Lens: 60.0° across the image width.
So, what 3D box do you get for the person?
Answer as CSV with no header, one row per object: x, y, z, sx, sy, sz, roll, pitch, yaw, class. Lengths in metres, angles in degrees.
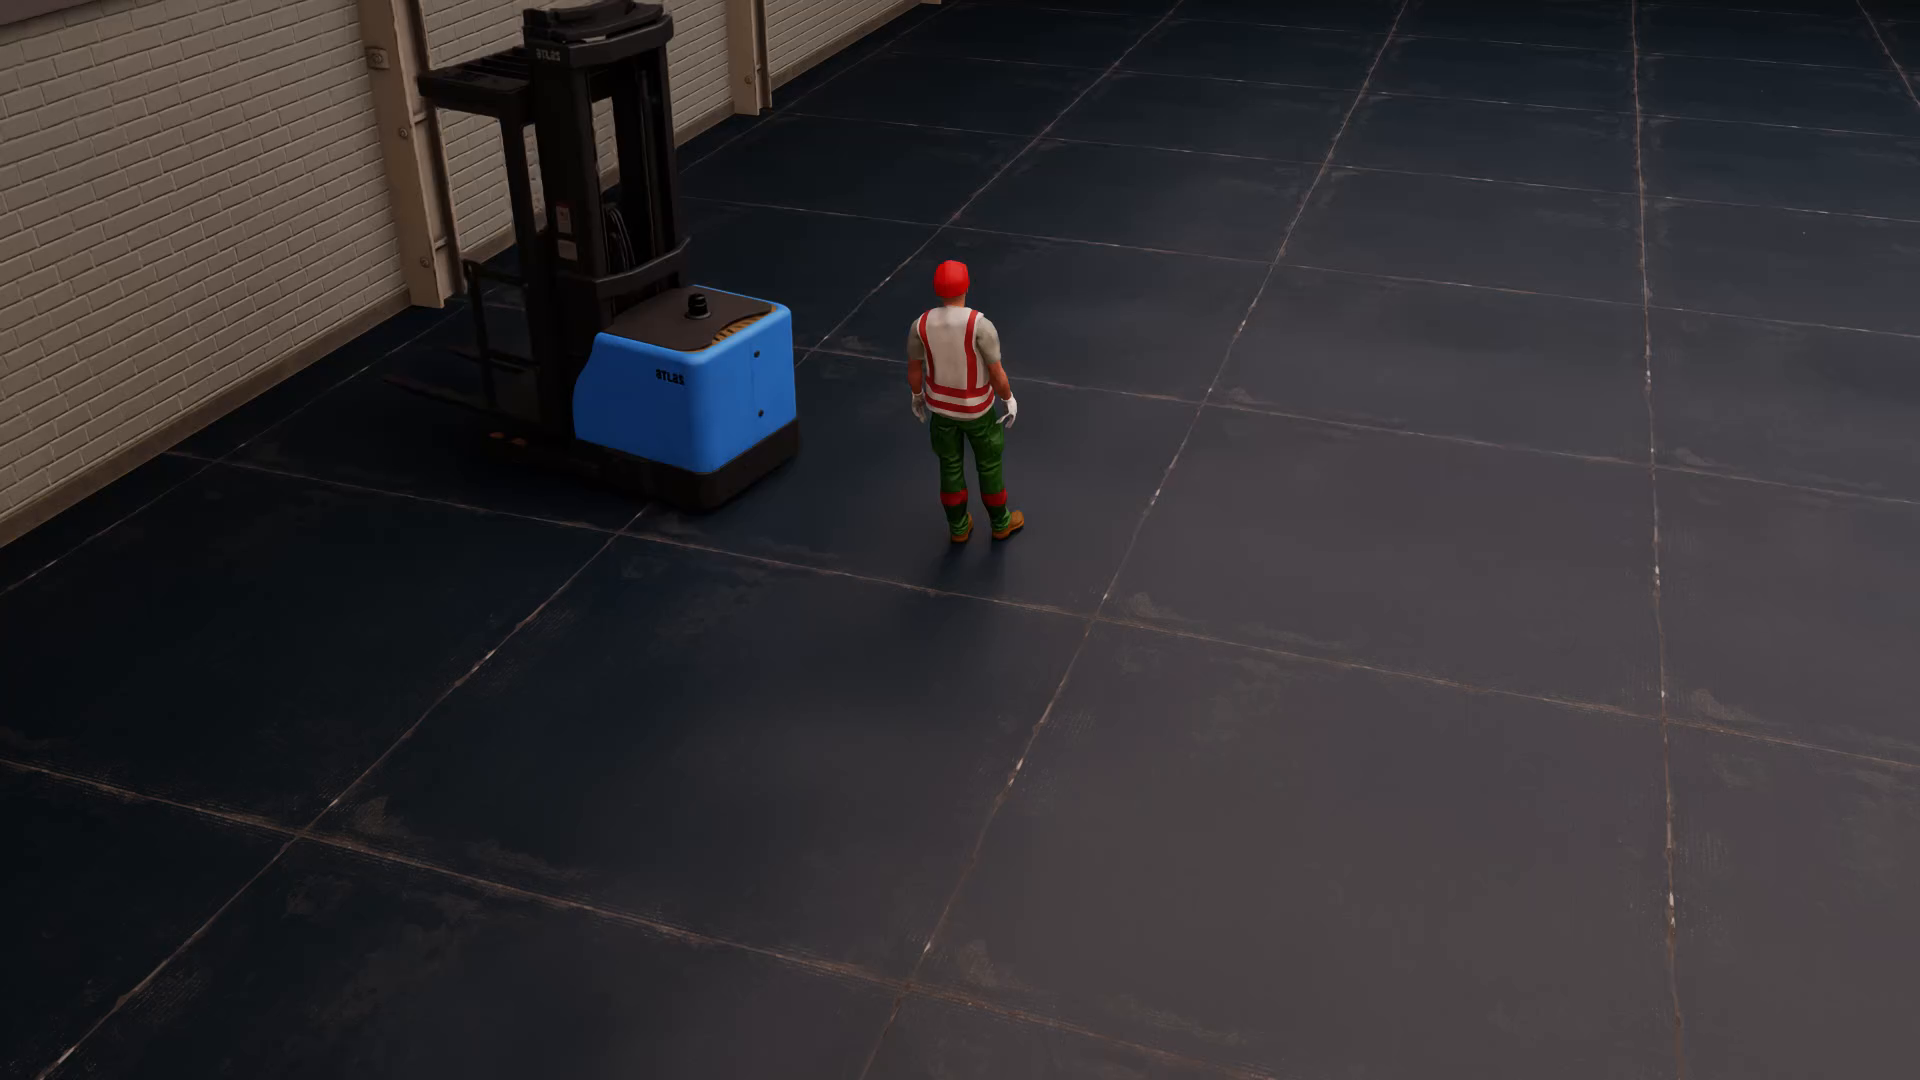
0.037,-0.819,9.712,0.638,1.787,0.564,10,31,16,person

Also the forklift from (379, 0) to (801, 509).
-2.591,-1.987,10.622,3.031,2.935,1.130,16,33,26,forklift
